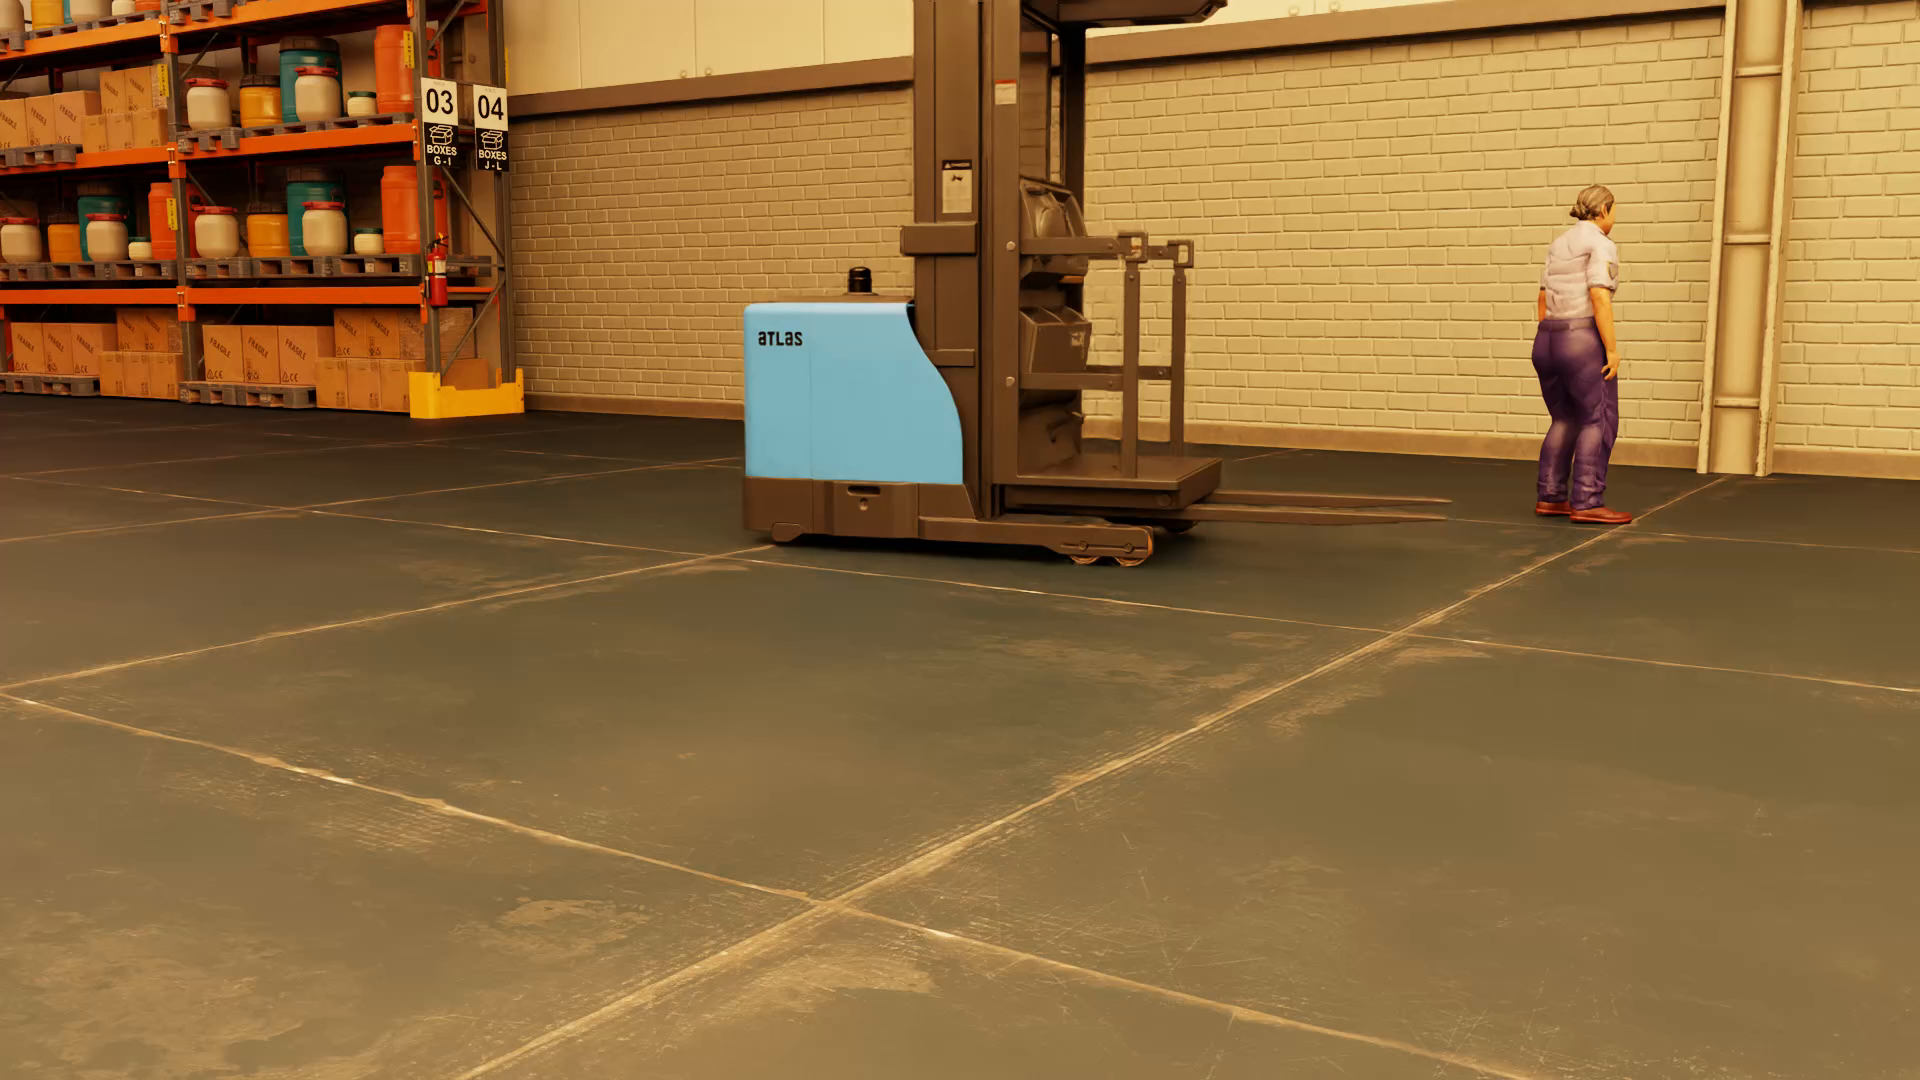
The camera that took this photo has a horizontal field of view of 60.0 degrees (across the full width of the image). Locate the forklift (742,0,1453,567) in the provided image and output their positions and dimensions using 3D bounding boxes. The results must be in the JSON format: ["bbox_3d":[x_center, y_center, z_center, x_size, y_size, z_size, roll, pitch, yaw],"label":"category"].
[{"bbox_3d":[0.600,-1.426,7.219,3.031,2.935,1.130,3,9,18],"label":"forklift"}]

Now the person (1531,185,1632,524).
[{"bbox_3d":[3.079,-0.925,8.256,0.373,1.650,0.548,-2,8,-15],"label":"person"}]
